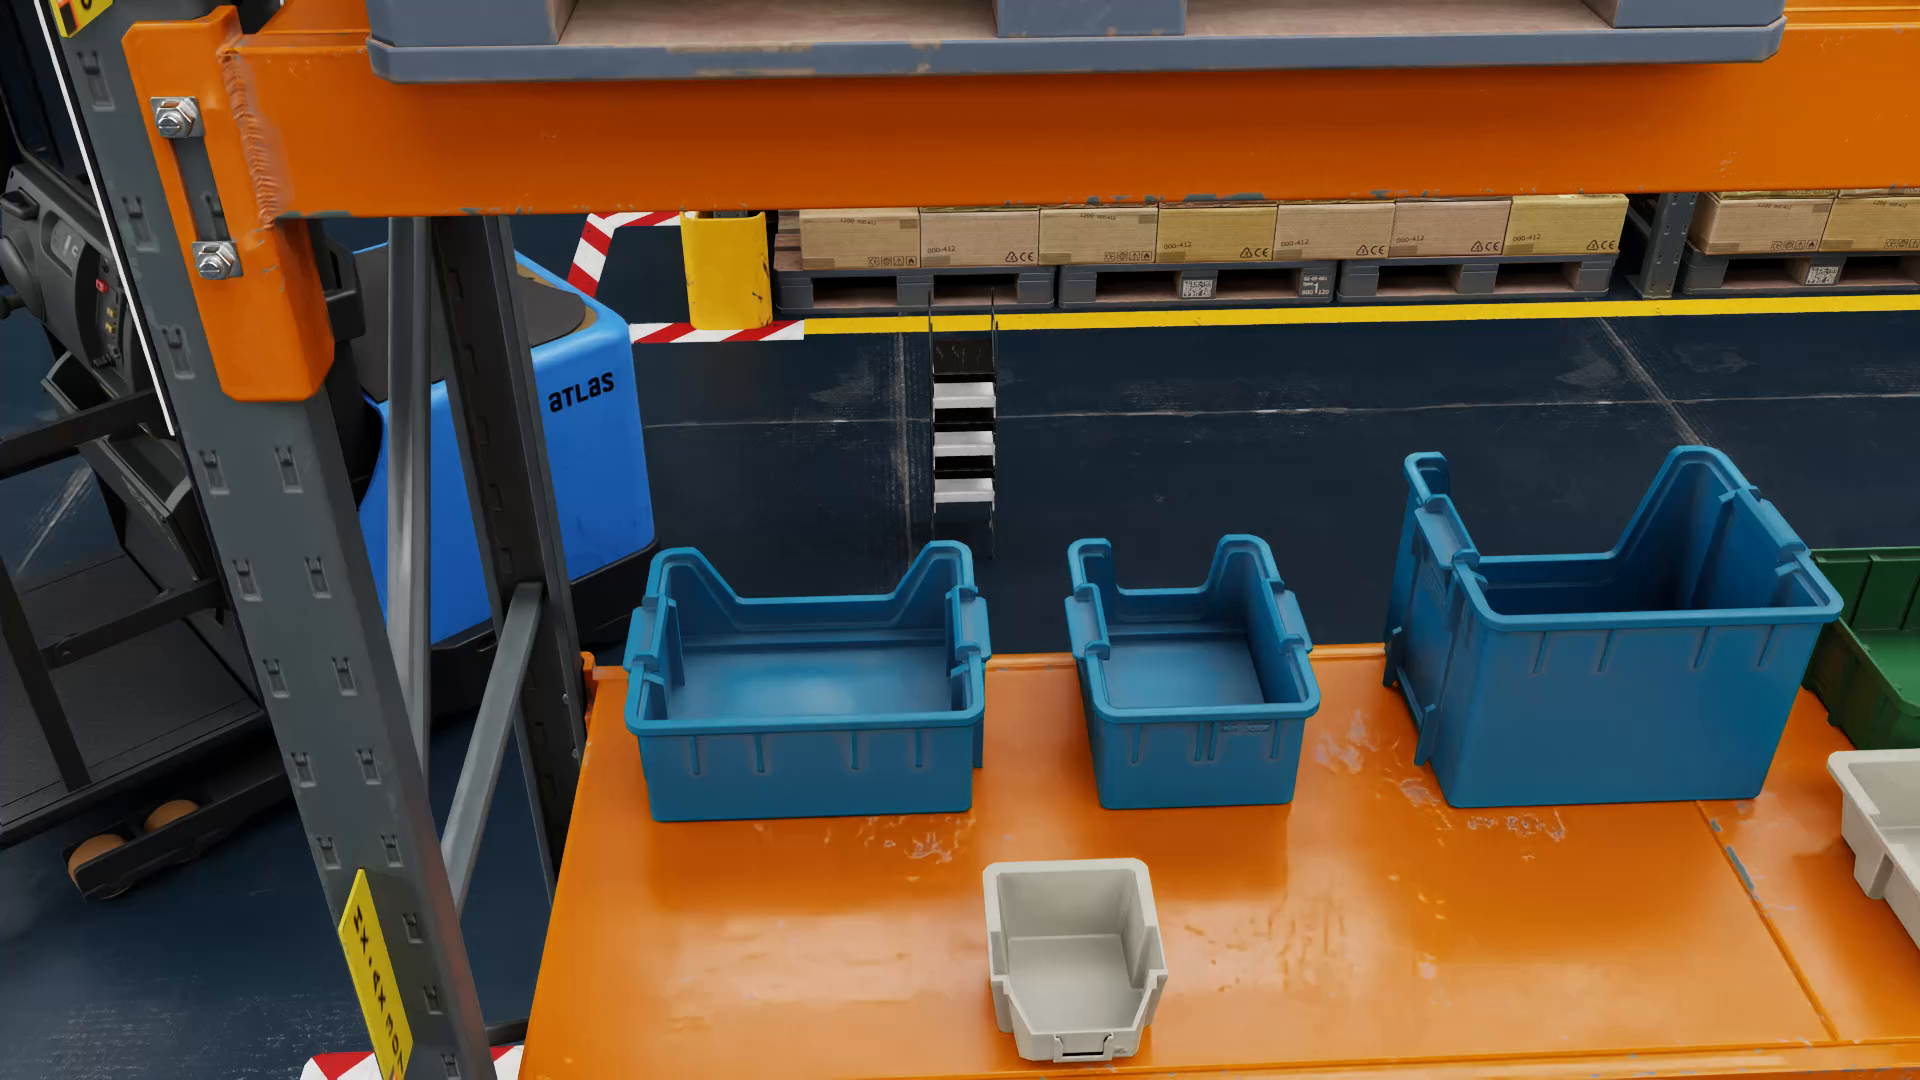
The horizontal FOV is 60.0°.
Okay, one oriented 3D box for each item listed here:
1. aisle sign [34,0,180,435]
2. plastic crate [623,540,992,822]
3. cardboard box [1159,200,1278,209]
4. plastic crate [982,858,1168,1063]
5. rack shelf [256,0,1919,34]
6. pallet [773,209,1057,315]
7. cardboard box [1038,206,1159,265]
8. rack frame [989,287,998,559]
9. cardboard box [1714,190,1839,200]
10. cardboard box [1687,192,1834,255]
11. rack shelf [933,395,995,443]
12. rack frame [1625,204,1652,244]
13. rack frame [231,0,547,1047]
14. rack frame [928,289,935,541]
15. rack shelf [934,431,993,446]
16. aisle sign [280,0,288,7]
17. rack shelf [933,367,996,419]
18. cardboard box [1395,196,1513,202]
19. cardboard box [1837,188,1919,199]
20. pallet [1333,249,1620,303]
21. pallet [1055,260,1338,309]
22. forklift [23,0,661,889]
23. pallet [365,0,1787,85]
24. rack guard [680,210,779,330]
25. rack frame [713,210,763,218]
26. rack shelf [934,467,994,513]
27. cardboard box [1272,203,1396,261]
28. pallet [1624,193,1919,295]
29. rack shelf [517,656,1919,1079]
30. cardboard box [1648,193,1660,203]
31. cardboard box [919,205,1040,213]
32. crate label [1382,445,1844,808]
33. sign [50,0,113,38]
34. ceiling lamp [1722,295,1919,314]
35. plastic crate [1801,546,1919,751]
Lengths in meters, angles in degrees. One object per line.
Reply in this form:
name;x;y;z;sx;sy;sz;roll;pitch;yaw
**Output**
aisle sign;-0.802;-0.541;1.612;0.004;0.787;0.394;-2;35;-2
plastic crate;-0.258;0.237;2.902;0.616;0.251;0.499;-2;35;-2
cardboard box;1.070;-1.734;7.007;0.500;0.500;0.500;-2;35;-2
plastic crate;0.165;0.627;2.440;0.250;0.136;0.298;-2;35;-2
rack shelf;1.254;-0.713;1.968;3.809;0.124;0.919;-2;35;-2
pallet;-0.213;-1.354;7.521;1.213;0.211;1.003;-2;35;-2
cardboard box;0.570;-1.415;7.206;0.500;0.250;0.500;-2;35;-2
rack frame;0.110;-0.373;5.498;0.006;0.900;0.240;-2;35;-2
cardboard box;3.445;-1.706;7.134;0.500;0.311;0.500;-1;35;-2
cardboard box;3.435;-1.476;7.294;0.500;0.250;0.500;-2;35;-3
rack shelf;0.008;-0.417;5.462;0.200;0.077;0.258;-2;35;-2
rack frame;3.020;-2.566;6.822;0.053;2.616;0.949;-2;35;-2
rack frame;-0.744;0.361;2.592;0.053;2.616;0.949;-2;35;-2
rack frame;-0.093;-0.368;5.490;0.006;0.900;0.240;-2;35;-2
rack shelf;0.008;-0.360;5.502;0.190;0.026;0.221;-2;35;-2
aisle sign;-0.830;-0.877;2.096;0.004;0.787;0.394;-2;35;-2
rack shelf;0.008;-0.491;5.411;0.200;0.077;0.258;-2;35;-2
cardboard box;2.068;-1.771;7.061;0.500;0.500;0.500;-2;35;-2
cardboard box;3.945;-1.717;7.149;0.500;0.311;0.500;-2;35;-3
pallet;2.224;-1.420;7.616;1.213;0.211;1.003;-2;35;-2
pallet;1.003;-1.385;7.566;1.213;0.211;1.003;-2;35;-2
forklift;-2.425;-0.635;4.091;3.031;2.935;1.130;-21;40;-28
pallet;0.087;-0.763;1.747;1.213;0.211;1.003;-2;35;-2
rack guard;-0.999;-1.428;7.374;0.348;0.500;1.175;-2;35;-2
rack frame;-0.975;-2.456;6.664;0.127;3.000;1.000;-2;35;-2
rack shelf;0.008;-0.195;5.616;0.200;0.077;0.258;-2;35;-2
cardboard box;1.569;-1.440;7.242;0.500;0.250;0.500;-2;35;-2
pallet;3.755;-1.460;7.674;1.213;0.211;1.003;-2;35;-2
rack shelf;1.254;0.521;2.822;3.809;0.124;0.919;-2;35;-2
cardboard box;3.421;-1.782;7.736;0.500;0.250;0.500;-2;35;-3
cardboard box;0.071;-1.709;6.972;0.500;0.500;0.500;-2;35;-2
crate label;1.081;0.141;2.879;0.616;0.435;0.502;-2;35;-2
sign;-0.723;-0.565;1.287;0.005;0.325;0.100;-2;35;-2
ceiling lamp;5.331;-1.069;7.294;4.000;0.001;0.159;-2;35;-2
plastic crate;1.882;0.215;2.990;0.662;0.188;0.450;-2;35;-2
